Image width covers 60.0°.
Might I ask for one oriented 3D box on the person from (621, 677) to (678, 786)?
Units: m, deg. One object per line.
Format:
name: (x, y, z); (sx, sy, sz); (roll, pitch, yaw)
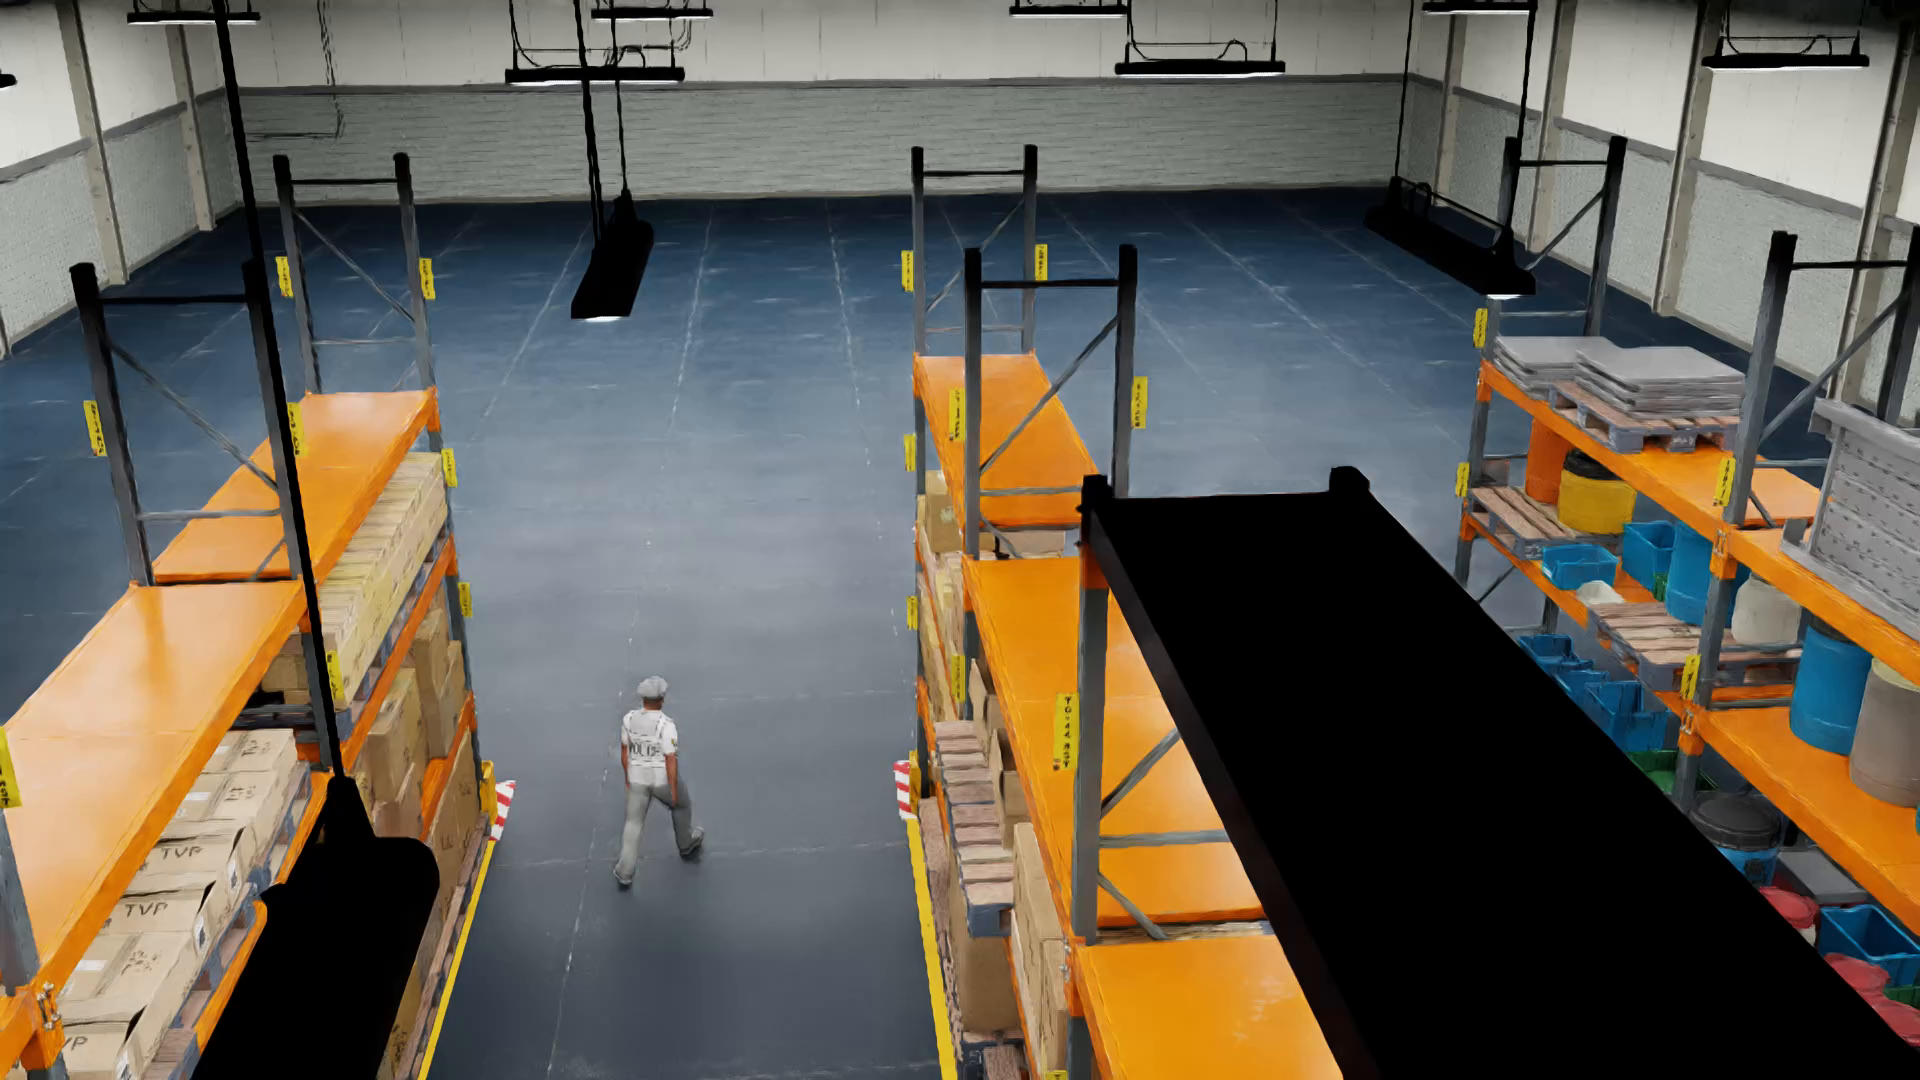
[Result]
person: (-2.634, 1.630, 14.125); (0.541, 0.899, 0.385); (6, 22, 14)
